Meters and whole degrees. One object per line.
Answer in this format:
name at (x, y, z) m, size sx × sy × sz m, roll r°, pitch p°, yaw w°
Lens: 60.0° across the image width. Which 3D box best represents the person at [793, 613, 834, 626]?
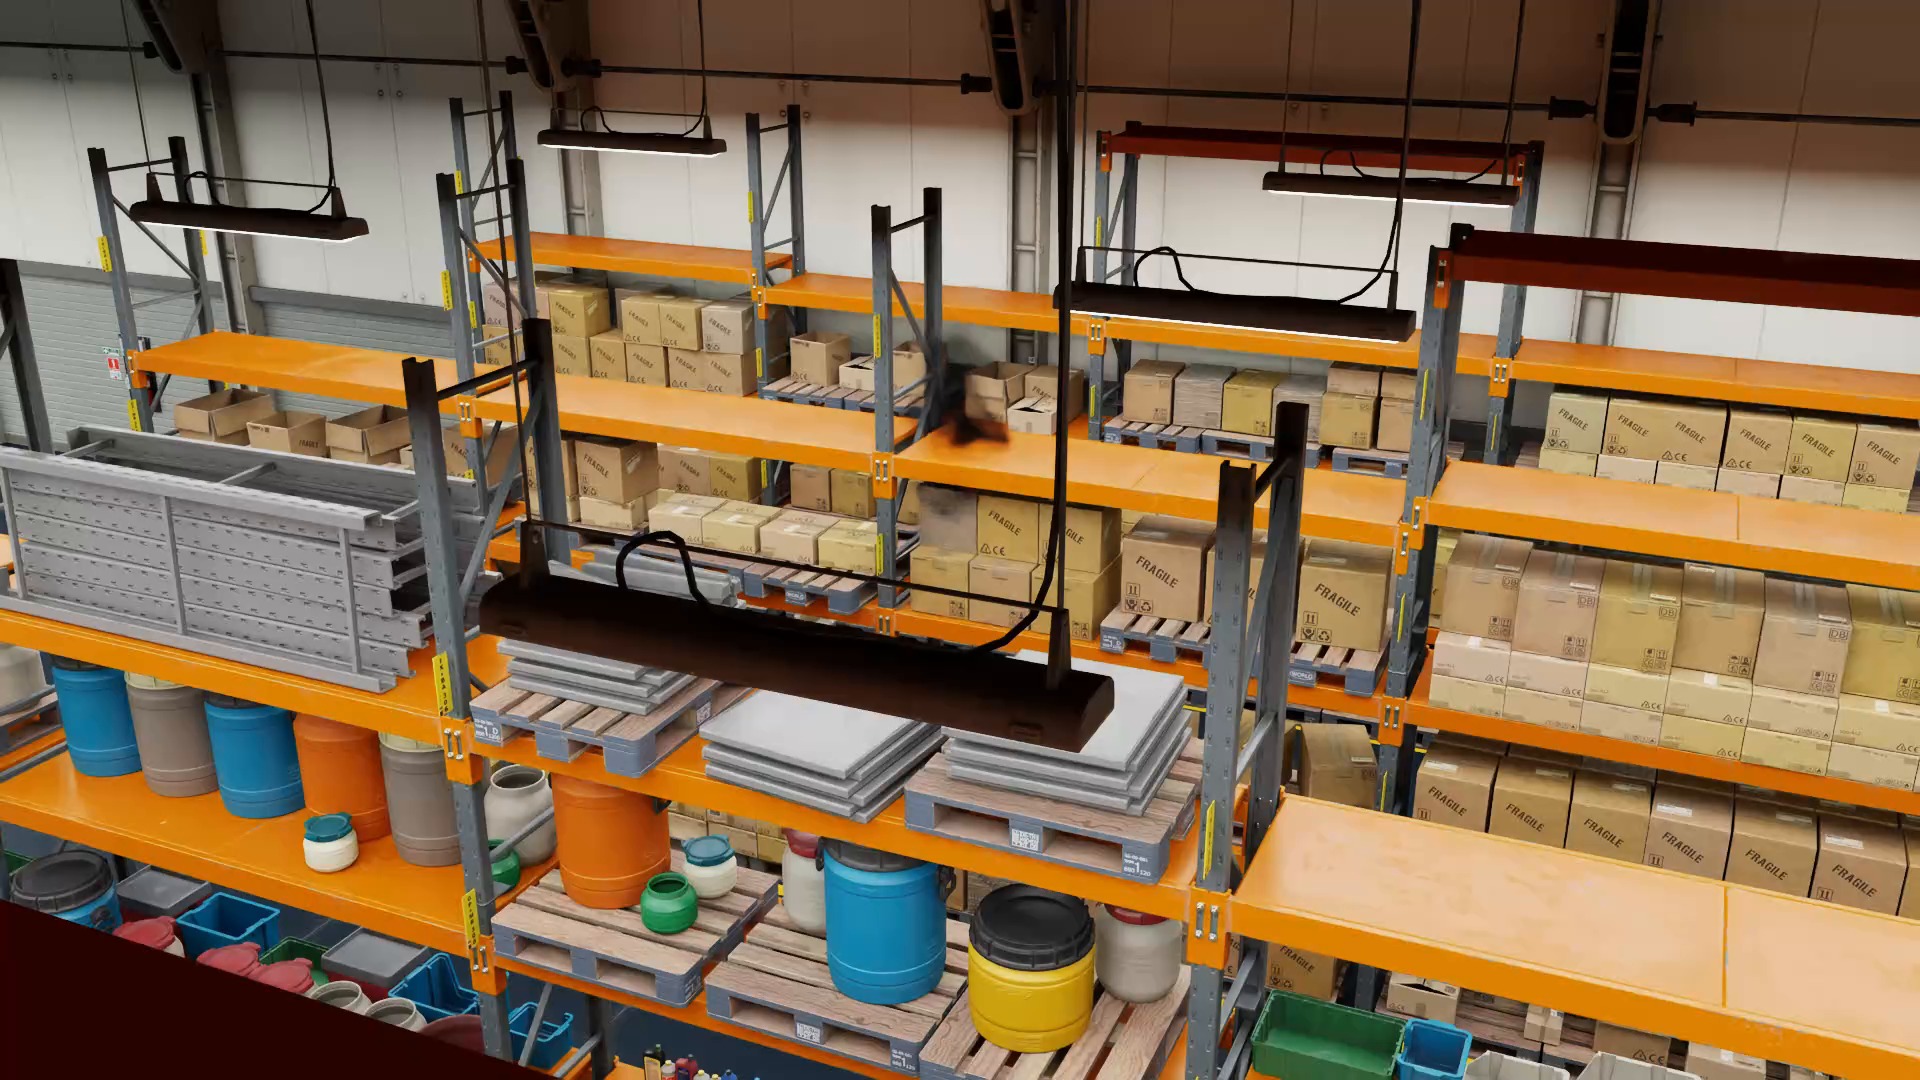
person at (-1.518, 0.948, 16.953) m, size 0.725 × 1.895 × 0.671 m, roll 7°, pitch 22°, yaw 19°
